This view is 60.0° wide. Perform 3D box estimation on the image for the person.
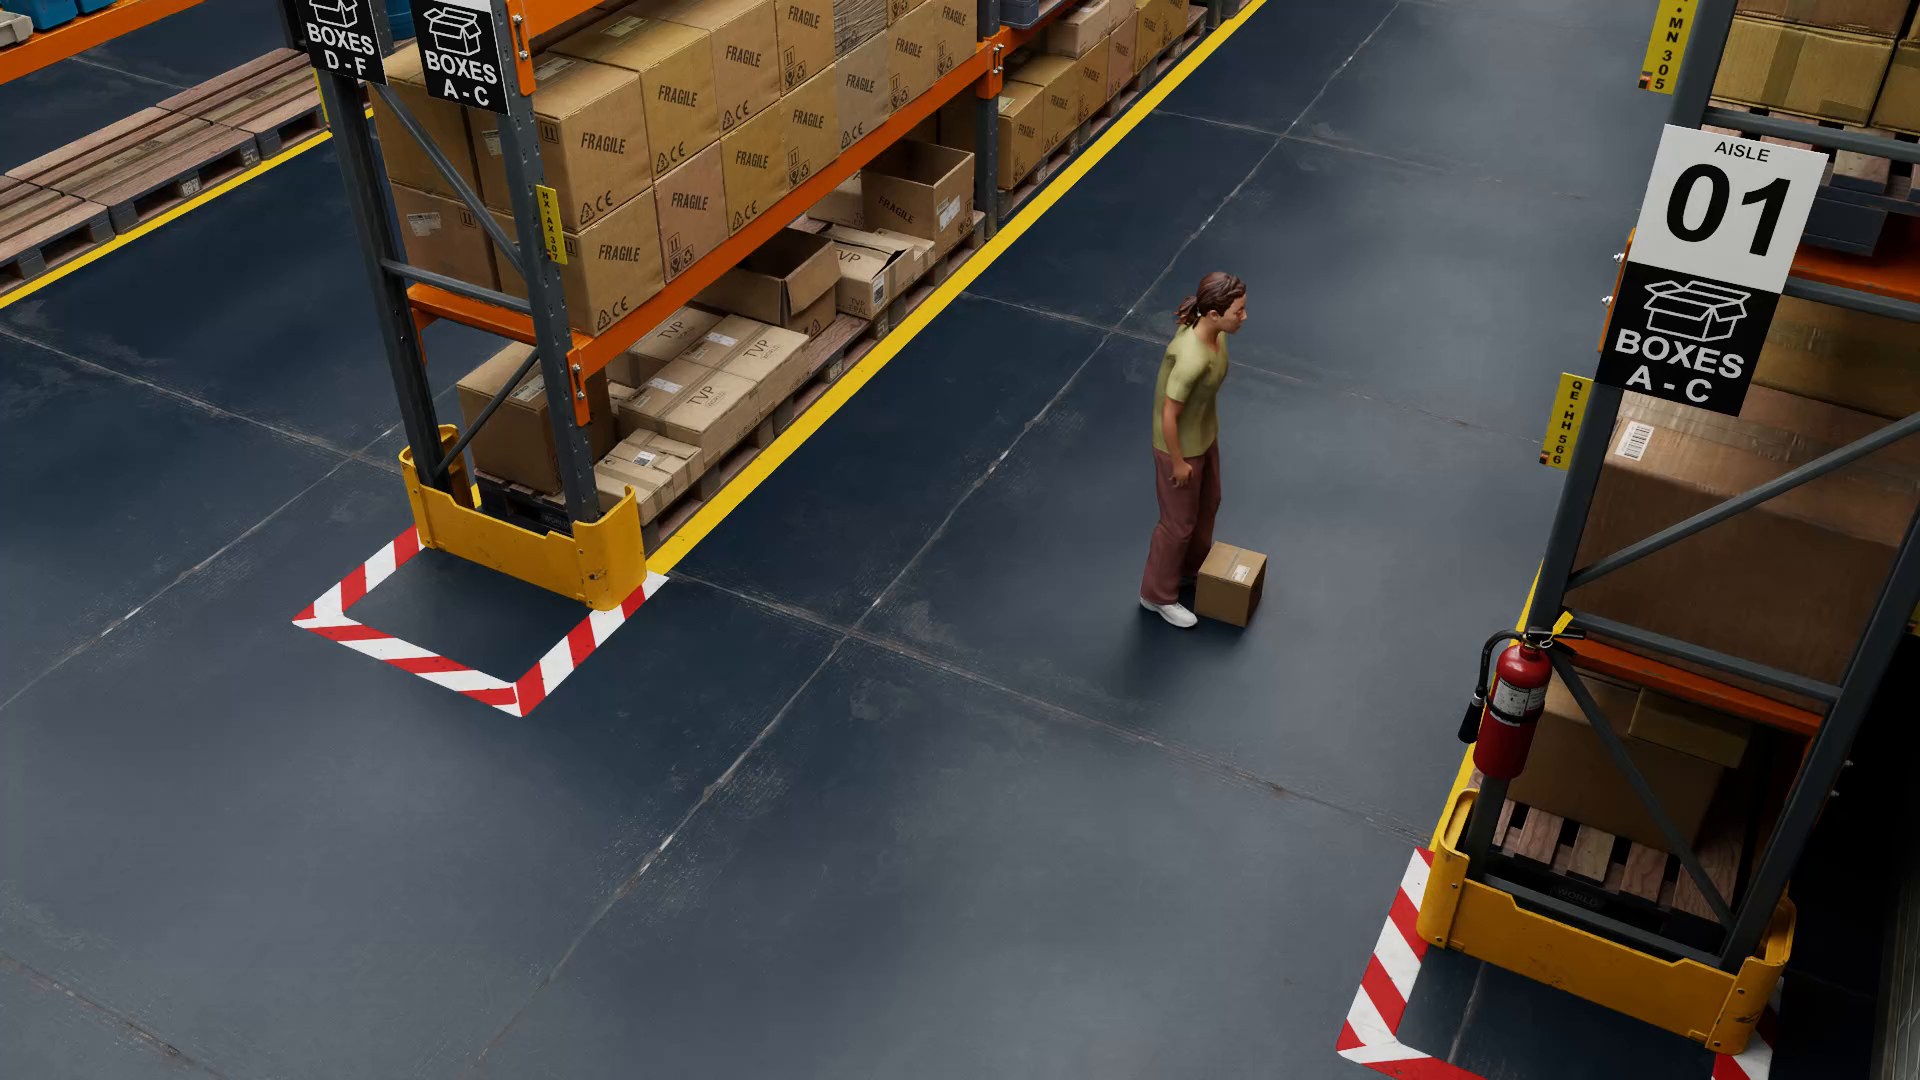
[{"bbox_3d":[1.046,-0.417,7.281,0.408,1.673,0.519,16,41,19],"label":"person"}]
